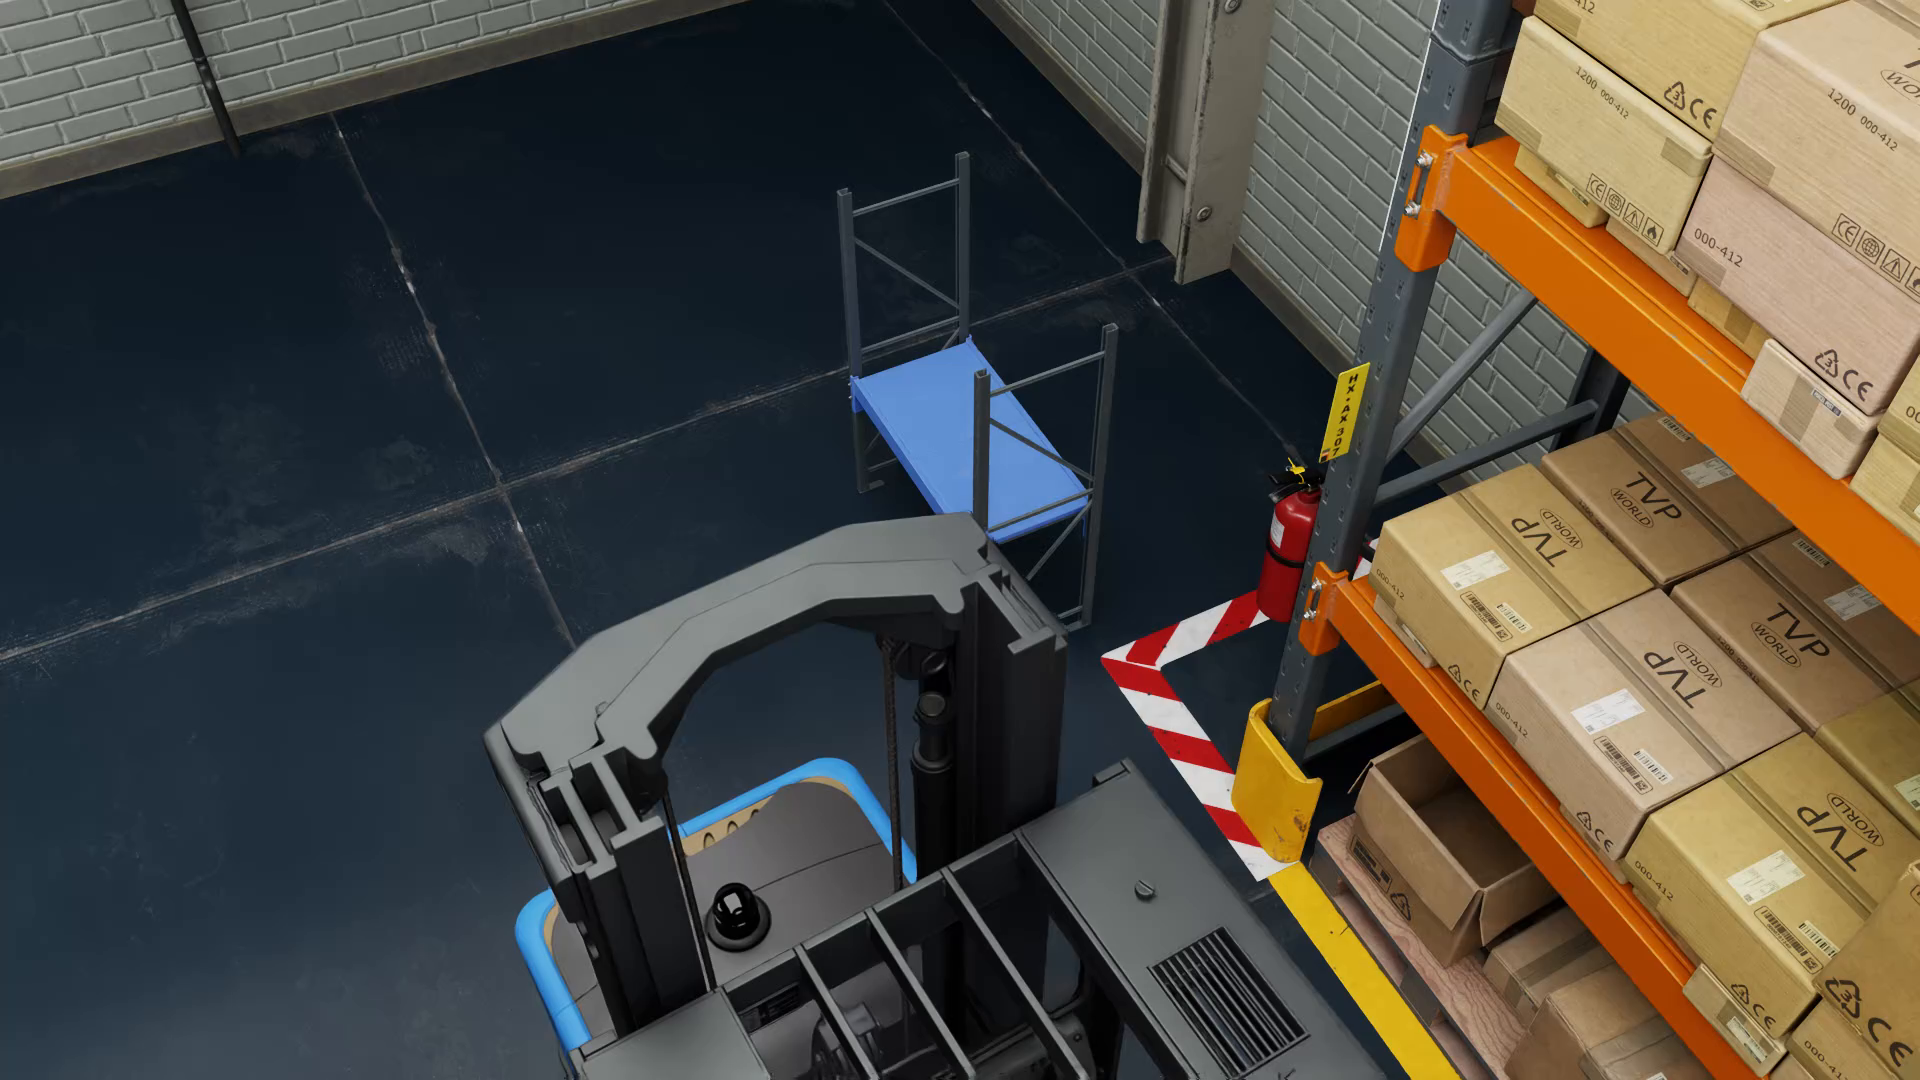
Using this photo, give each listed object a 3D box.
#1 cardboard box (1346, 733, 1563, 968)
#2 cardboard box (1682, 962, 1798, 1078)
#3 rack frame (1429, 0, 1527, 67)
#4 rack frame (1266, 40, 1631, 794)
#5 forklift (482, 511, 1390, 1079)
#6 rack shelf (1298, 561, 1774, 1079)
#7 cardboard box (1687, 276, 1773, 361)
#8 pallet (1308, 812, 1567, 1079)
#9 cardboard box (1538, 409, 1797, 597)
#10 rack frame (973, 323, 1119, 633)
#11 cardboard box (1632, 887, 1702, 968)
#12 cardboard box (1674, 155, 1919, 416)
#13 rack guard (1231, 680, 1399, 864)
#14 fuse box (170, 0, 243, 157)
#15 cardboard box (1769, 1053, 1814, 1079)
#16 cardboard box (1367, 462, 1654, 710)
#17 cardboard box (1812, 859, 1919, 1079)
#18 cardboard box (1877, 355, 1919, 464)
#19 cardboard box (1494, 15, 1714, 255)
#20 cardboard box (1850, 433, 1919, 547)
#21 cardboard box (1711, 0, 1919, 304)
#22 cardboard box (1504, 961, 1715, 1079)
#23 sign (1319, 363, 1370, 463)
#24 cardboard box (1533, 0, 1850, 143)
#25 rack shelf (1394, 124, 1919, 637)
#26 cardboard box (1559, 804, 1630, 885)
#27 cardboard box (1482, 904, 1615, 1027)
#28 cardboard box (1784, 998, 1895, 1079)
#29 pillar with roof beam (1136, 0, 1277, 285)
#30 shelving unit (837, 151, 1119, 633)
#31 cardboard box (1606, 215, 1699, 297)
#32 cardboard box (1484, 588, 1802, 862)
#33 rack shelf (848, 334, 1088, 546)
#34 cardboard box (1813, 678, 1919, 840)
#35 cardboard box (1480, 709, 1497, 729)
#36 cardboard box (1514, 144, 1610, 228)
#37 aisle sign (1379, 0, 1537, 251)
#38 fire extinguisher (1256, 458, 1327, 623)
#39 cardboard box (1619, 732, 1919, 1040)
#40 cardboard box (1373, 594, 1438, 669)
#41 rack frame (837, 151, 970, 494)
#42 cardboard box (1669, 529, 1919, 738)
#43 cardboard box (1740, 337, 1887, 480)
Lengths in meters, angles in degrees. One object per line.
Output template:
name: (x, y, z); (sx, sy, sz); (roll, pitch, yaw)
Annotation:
cardboard box: (1.688, 0.893, 5.249); (0.797, 0.503, 0.637); (-23, 53, -19)
cardboard box: (1.944, 1.043, 3.904); (0.380, 0.149, 0.250); (-23, 53, -19)
rack frame: (1.493, -2.208, 2.596); (1.000, 3.000, 0.127); (-21, 52, -18)
rack frame: (1.493, -0.233, 4.854); (1.000, 3.000, 0.127); (-21, 52, -18)
forklift: (0.002, 1.472, 3.408); (1.130, 2.935, 3.031); (-24, 53, -20)
rack shelf: (2.408, 1.342, 3.954); (1.077, 0.370, 4.000); (-21, 52, -18)
cardboard box: (1.677, -0.500, 3.262); (0.380, 0.149, 0.250); (-21, 52, -17)
pallet: (1.893, 1.269, 5.393); (1.003, 0.211, 1.213); (-21, 52, -18)
cardboard box: (1.939, -0.065, 4.609); (0.500, 0.250, 0.500); (-20, 52, -16)
rack frame: (0.272, -0.096, 5.731); (0.500, 1.500, 0.032); (-21, 52, -18)
cardboard box: (1.895, 0.848, 4.075); (0.380, 0.149, 0.250); (-20, 52, -17)
cardboard box: (1.704, -0.545, 3.036); (0.500, 0.250, 0.500); (-20, 52, -17)
rack guard: (1.527, 0.641, 5.750); (1.175, 0.500, 0.348); (-21, 52, -18)
fuse box: (-3.586, -2.488, 7.682); (0.539, 1.711, 0.414); (-21, 52, -18)
cardboard box: (2.083, 1.213, 3.756); (0.380, 0.149, 0.250); (-20, 52, -17)
cardboard box: (1.461, 0.115, 4.451); (0.500, 0.250, 0.500); (-21, 52, -17)
cardboard box: (2.147, 0.872, 3.291); (0.500, 0.500, 0.500); (-20, 52, -17)
cardboard box: (1.927, -0.198, 2.732); (0.500, 0.250, 0.500); (-23, 53, -19)
cardboard box: (1.453, -0.878, 3.327); (0.500, 0.250, 0.500); (-22, 52, -18)
cardboard box: (1.826, -0.125, 2.934); (0.380, 0.149, 0.250); (-21, 52, -18)
cardboard box: (1.688, -0.703, 2.842); (0.500, 0.250, 0.500); (-22, 52, -18)
cardboard box: (2.045, 1.479, 4.738); (0.700, 0.500, 0.500); (-19, 52, -16)
sign: (1.010, -0.331, 4.364); (0.100, 0.325, 0.005); (-21, 52, -18)
cardboard box: (1.472, -1.050, 3.146); (0.500, 0.250, 0.500); (-22, 52, -18)
rack shelf: (2.408, 0.355, 2.825); (1.077, 0.370, 4.000); (-21, 52, -18)
cardboard box: (1.769, 0.673, 4.228); (0.380, 0.149, 0.250); (-20, 52, -16)
cardboard box: (1.848, 1.307, 5.122); (0.380, 0.149, 0.250); (-23, 53, -19)
cardboard box: (2.179, 1.125, 3.568); (0.500, 0.250, 0.500); (-22, 53, -18)
pillar with roof beam: (-2.768, -2.840, 3.148); (9.100, 9.000, 0.400); (-21, 52, -18)
shelving unit: (0.039, -0.437, 6.028); (0.538, 1.500, 1.048); (-21, 52, -18)
cardboard box: (1.575, -0.678, 3.417); (0.380, 0.149, 0.250); (-20, 52, -17)
cardboard box: (1.692, 0.452, 4.156); (0.500, 0.250, 0.500); (-21, 52, -17)
rack shelf: (0.039, -0.318, 6.164); (0.538, 0.185, 1.000); (-21, 52, -18)
cardboard box: (2.396, 0.613, 4.015); (0.500, 0.250, 0.500); (-20, 52, -16)
cardboard box: (1.557, 0.318, 4.538); (0.380, 0.149, 0.250); (-20, 52, -17)
cardboard box: (1.432, -0.844, 3.563); (0.380, 0.149, 0.250); (-20, 52, -17)
aisle sign: (1.200, -1.033, 3.827); (0.394, 0.787, 0.004); (-21, 52, -18)
fire extinguisher: (1.014, -0.024, 4.970); (0.296, 0.674, 0.183); (-21, 52, -18)
cardboard box: (1.926, 0.790, 3.861); (0.500, 0.250, 0.500); (-22, 52, -18)
cardboard box: (1.399, 0.164, 4.673); (0.380, 0.149, 0.250); (-22, 52, -18)
rack frame: (-0.194, -0.777, 6.326); (0.500, 1.500, 0.032); (-21, 52, -18)
cardboard box: (2.174, 0.280, 4.307); (0.500, 0.250, 0.500); (-21, 52, -17)
cardboard box: (1.700, -0.298, 3.085); (0.380, 0.149, 0.250); (-20, 52, -17)
